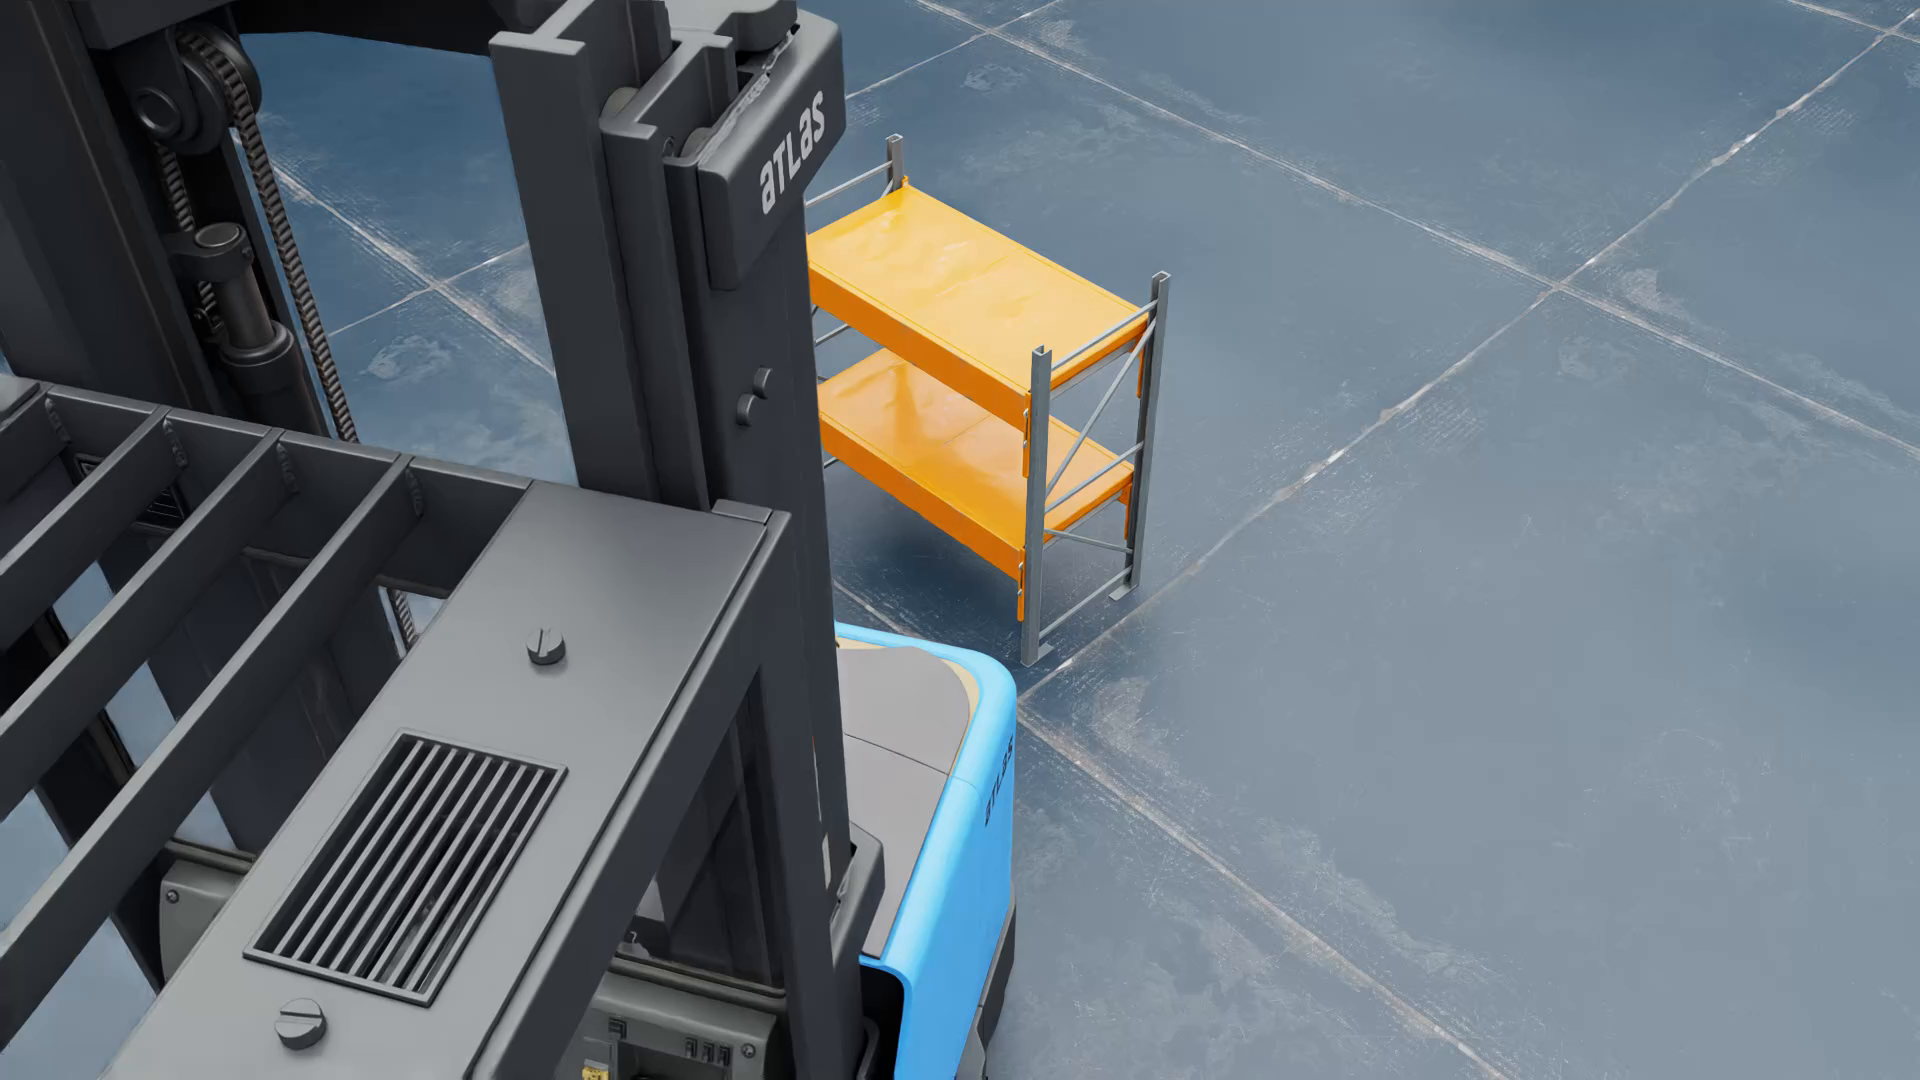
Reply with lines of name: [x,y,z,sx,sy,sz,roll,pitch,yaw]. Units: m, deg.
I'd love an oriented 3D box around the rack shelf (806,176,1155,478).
rack shelf: [0.005,-0.625,4.666,0.538,0.278,1.000,-34,53,-31]

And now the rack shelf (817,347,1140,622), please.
rack shelf: [0.005,-0.230,5.031,0.538,0.278,1.000,-34,53,-31]

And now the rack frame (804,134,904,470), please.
rack frame: [-0.354,-0.654,5.129,0.500,1.125,0.032,-34,53,-31]

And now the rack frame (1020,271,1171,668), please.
rack frame: [0.364,-0.166,4.600,0.500,1.125,0.032,-34,53,-31]

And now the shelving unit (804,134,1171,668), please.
shelving unit: [0.005,-0.410,4.865,0.538,1.125,1.048,-34,53,-31]

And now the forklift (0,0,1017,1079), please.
forklift: [-0.767,0.825,2.197,1.130,2.935,3.031,11,44,12]
